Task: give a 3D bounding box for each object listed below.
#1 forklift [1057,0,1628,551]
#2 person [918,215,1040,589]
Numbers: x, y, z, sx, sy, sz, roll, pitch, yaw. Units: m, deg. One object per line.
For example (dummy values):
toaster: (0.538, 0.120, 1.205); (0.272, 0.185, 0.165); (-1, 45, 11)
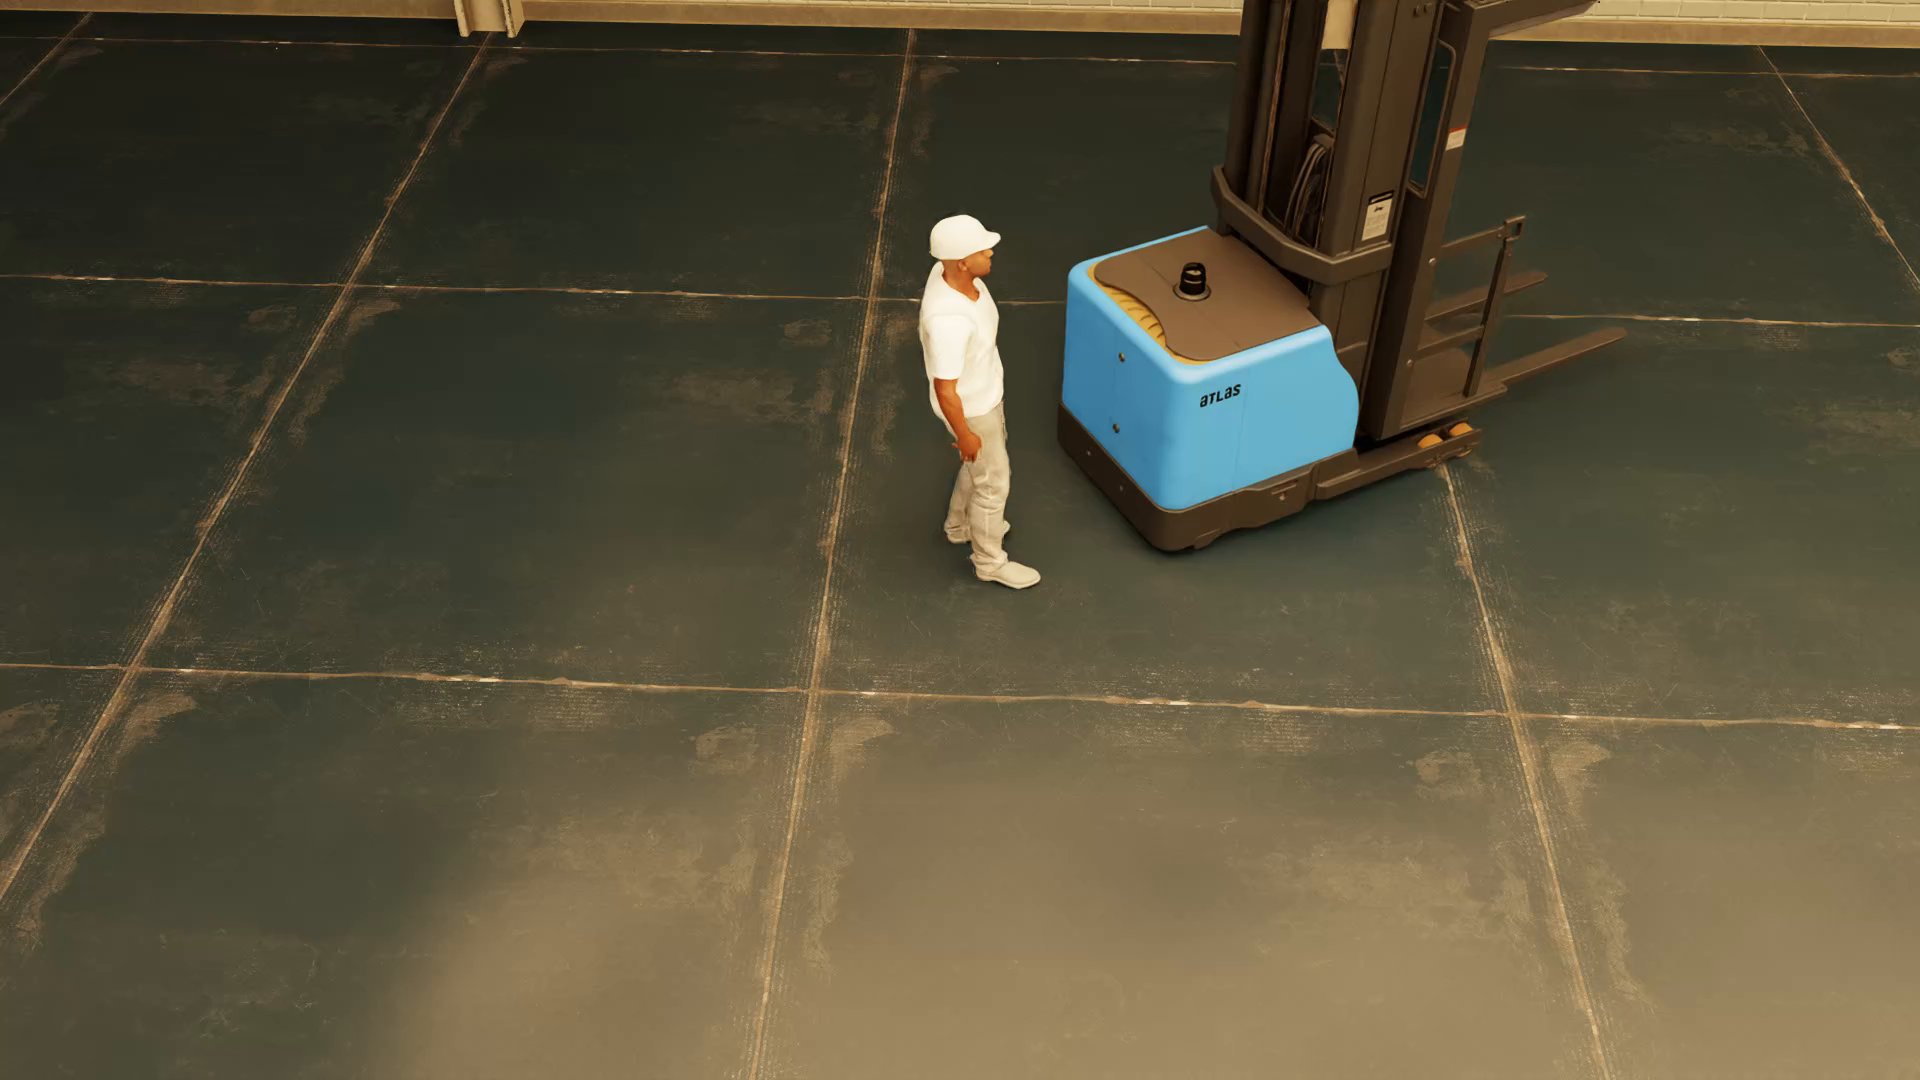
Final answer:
forklift: (2.036, -1.739, 7.648); (3.031, 2.935, 1.130); (-19, 46, -20)
person: (0.115, -0.636, 7.321); (0.566, 1.755, 0.691); (4, 43, 4)
